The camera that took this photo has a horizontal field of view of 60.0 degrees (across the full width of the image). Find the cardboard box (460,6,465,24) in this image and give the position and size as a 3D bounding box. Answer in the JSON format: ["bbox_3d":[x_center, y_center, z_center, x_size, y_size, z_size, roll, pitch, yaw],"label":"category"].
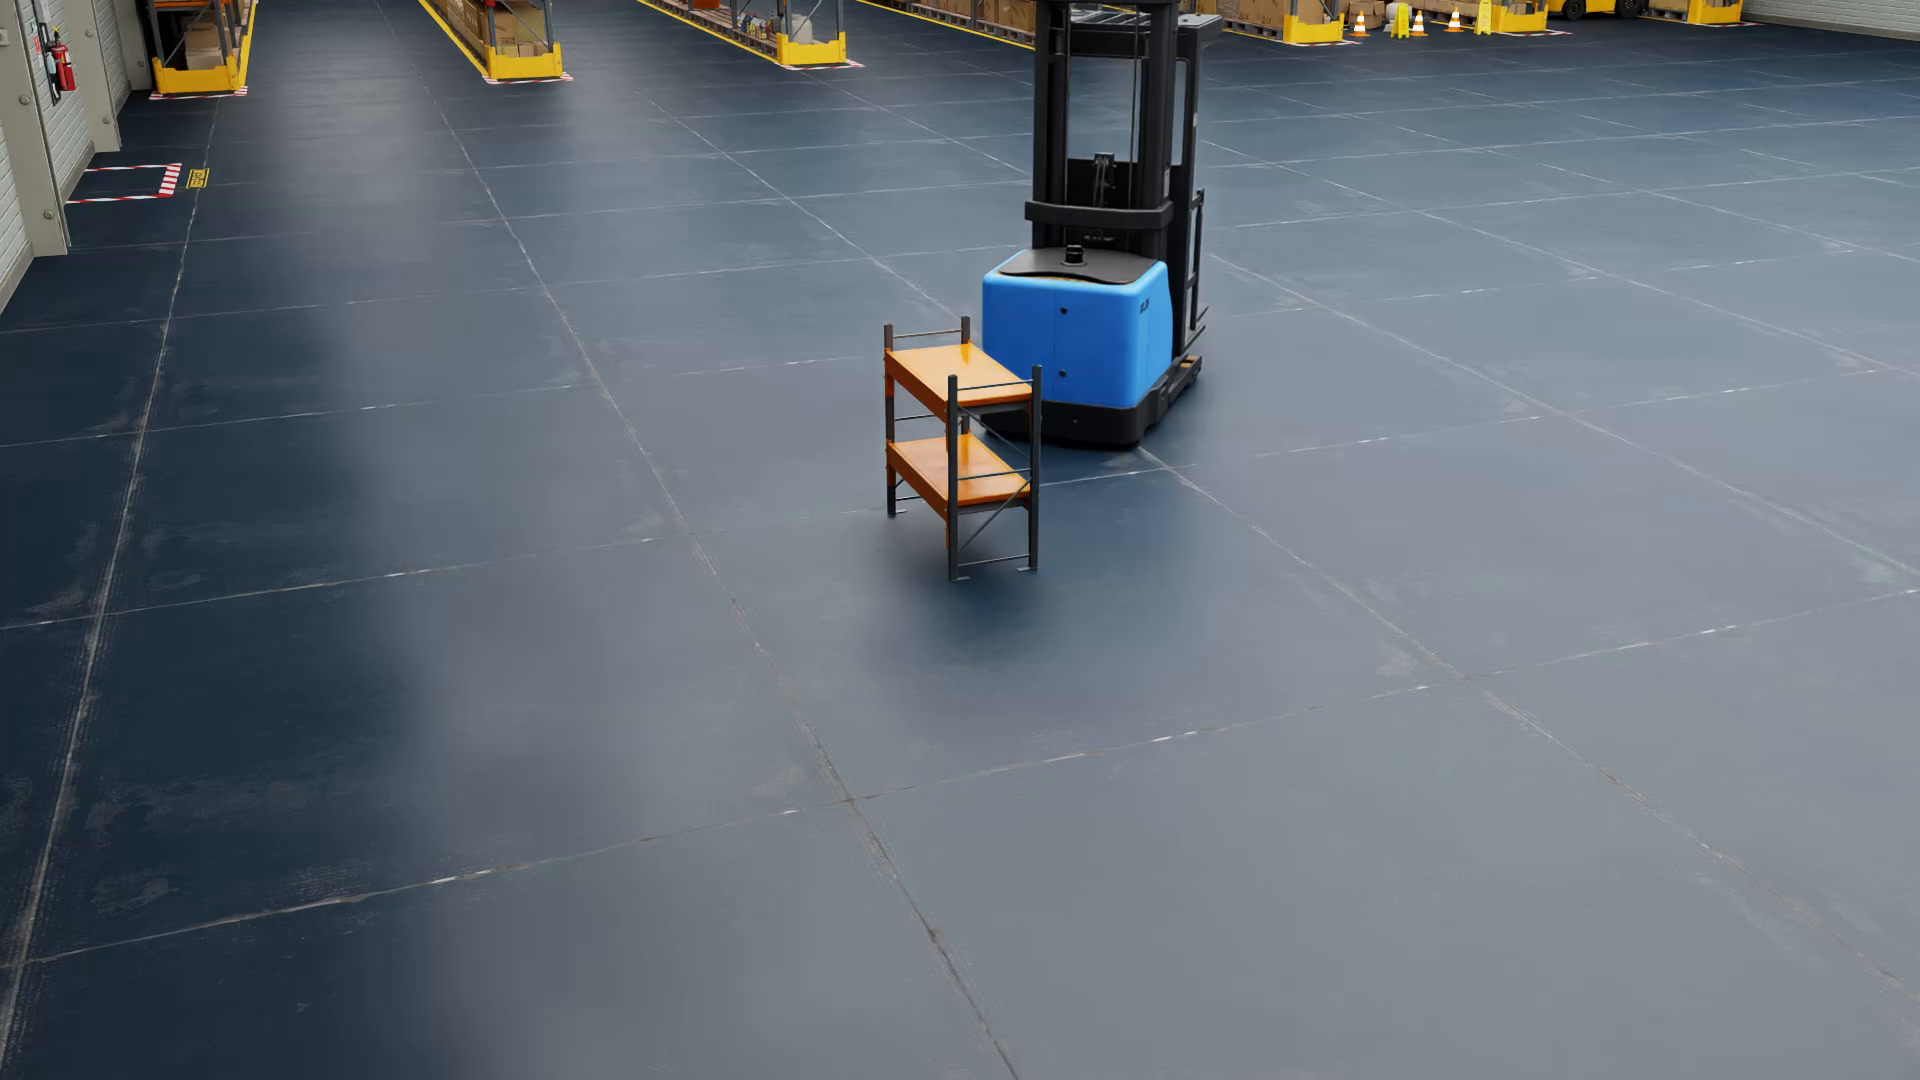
[{"bbox_3d":[-8.974,-9.765,30.834,0.500,0.311,0.500,-8,24,-19],"label":"cardboard box"}]

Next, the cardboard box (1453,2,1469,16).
[{"bbox_3d":[10.677,-11.109,34.745,0.500,0.250,0.500,-8,24,-19],"label":"cardboard box"}]

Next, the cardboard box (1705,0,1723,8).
[{"bbox_3d":[16.042,-11.551,35.793,0.500,0.250,0.500,-8,24,-19],"label":"cardboard box"}]

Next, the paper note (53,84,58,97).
[{"bbox_3d":[-9.885,-4.911,18.173,0.016,0.148,0.142,-8,24,-19],"label":"paper note"}]

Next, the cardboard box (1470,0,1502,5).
[{"bbox_3d":[10.863,-11.264,34.147,0.500,0.500,0.500,-8,24,-19],"label":"cardboard box"}]

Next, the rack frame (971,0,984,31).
[{"bbox_3d":[0.706,-11.830,33.456,1.000,3.000,0.127,-8,24,-19],"label":"rack frame"}]

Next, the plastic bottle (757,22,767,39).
[{"bbox_3d":[-3.637,-9.347,30.506,0.152,0.276,0.135,-8,24,-19],"label":"plastic bottle"}]

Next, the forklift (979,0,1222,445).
[{"bbox_3d":[1.111,-2.494,11.394,1.130,2.935,3.031,8,24,19],"label":"forklift"}]

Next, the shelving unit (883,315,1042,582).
[{"bbox_3d":[-0.002,-0.521,9.037,0.538,1.125,1.048,-8,24,-19],"label":"shelving unit"}]

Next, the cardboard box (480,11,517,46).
[{"bbox_3d":[-7.618,-8.445,27.459,0.500,0.500,0.500,-8,24,-19],"label":"cardboard box"}]

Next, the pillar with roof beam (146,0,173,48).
[{"bbox_3d":[-10.932,-14.009,30.901,9.100,9.000,0.400,-8,24,-19],"label":"pillar with roof beam"}]

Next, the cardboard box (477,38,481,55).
[{"bbox_3d":[-7.982,-8.461,28.463,0.500,0.250,0.500,-8,24,-19],"label":"cardboard box"}]

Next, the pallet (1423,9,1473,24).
[{"bbox_3d":[10.682,-11.222,35.603,1.003,0.211,1.213,-8,24,-19],"label":"pallet"}]

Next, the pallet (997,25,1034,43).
[{"bbox_3d":[1.411,-9.862,32.377,1.003,0.211,1.213,-8,24,-19],"label":"pallet"}]

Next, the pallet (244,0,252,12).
[{"bbox_3d":[-16.652,-12.144,37.792,1.003,0.211,1.213,-8,24,-19],"label":"pallet"}]

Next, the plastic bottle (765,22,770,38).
[{"bbox_3d":[-3.538,-9.366,30.540,0.061,0.283,0.133,-8,24,-19],"label":"plastic bottle"}]

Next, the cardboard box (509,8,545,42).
[{"bbox_3d":[-7.310,-8.698,28.058,0.500,0.500,0.500,-8,24,-19],"label":"cardboard box"}]

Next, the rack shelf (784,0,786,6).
[{"bbox_3d":[-3.221,-10.093,30.260,1.077,0.370,4.000,-8,24,-19],"label":"rack shelf"}]

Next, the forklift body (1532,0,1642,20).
[{"bbox_3d":[13.656,-12.467,36.059,2.313,2.155,1.214,-8,24,-19],"label":"forklift body"}]

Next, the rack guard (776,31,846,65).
[{"bbox_3d":[-2.586,-8.567,28.931,1.175,0.500,0.348,-8,24,-19],"label":"rack guard"}]

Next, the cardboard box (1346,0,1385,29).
[{"bbox_3d":[8.401,-10.877,34.409,0.637,0.503,0.797,12,26,27],"label":"cardboard box"}]

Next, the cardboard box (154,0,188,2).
[{"bbox_3d":[-12.130,-8.421,25.536,0.500,0.250,0.500,-8,24,-18],"label":"cardboard box"}]

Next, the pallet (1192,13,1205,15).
[{"bbox_3d":[5.577,-10.902,34.845,1.003,0.211,1.213,-8,24,-19],"label":"pallet"}]

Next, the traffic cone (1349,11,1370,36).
[{"bbox_3d":[7.936,-10.240,32.948,0.336,0.463,0.334,-8,24,-19],"label":"traffic cone"}]

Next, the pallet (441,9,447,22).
[{"bbox_3d":[-10.632,-11.360,35.931,1.003,0.211,1.213,-8,24,-19],"label":"pallet"}]

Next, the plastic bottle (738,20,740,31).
[{"bbox_3d":[-4.190,-9.851,31.797,0.097,0.201,0.097,0,23,0],"label":"plastic bottle"}]

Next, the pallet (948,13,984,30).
[{"bbox_3d":[0.429,-10.828,34.669,1.003,0.211,1.213,-8,24,-19],"label":"pallet"}]

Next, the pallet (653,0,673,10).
[{"bbox_3d":[-6.520,-12.487,38.604,1.003,0.211,1.213,-8,24,-19],"label":"pallet"}]

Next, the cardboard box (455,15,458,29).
[{"bbox_3d":[-9.517,-10.065,32.267,0.500,0.250,0.500,-8,24,-18],"label":"cardboard box"}]

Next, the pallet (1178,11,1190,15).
[{"bbox_3d":[5.039,-11.459,36.166,1.003,0.211,1.213,-8,24,-19],"label":"pallet"}]

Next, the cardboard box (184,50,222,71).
[{"bbox_3d":[-11.943,-7.566,26.233,0.500,0.311,0.500,-11,25,-25],"label":"cardboard box"}]

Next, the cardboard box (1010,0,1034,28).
[{"bbox_3d":[1.312,-10.299,32.502,0.500,0.500,0.500,-11,25,-24],"label":"cardboard box"}]

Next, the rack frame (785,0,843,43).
[{"bbox_3d":[-2.515,-9.697,28.396,1.000,3.000,0.127,-8,24,-19],"label":"rack frame"}]

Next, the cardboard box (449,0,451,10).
[{"bbox_3d":[-9.872,-10.690,33.030,0.500,0.311,0.500,-9,24,-20],"label":"cardboard box"}]

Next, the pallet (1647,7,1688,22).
[{"bbox_3d":[15.723,-11.406,36.040,1.003,0.211,1.213,-8,24,-19],"label":"pallet"}]

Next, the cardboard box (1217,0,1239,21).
[{"bbox_3d":[5.860,-11.123,33.974,0.875,0.875,0.875,-8,24,-19],"label":"cardboard box"}]

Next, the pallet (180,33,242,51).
[{"bbox_3d":[-13.907,-9.233,30.885,1.003,0.211,1.213,-8,24,-19],"label":"pallet"}]

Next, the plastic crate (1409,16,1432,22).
[{"bbox_3d":[9.764,-11.162,35.629,0.402,0.080,0.583,-18,29,-37],"label":"plastic crate"}]

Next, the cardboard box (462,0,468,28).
[{"bbox_3d":[-8.692,-9.533,30.040,0.500,0.500,0.500,-8,24,-19],"label":"cardboard box"}]

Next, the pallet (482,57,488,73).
[{"bbox_3d":[-7.459,-8.006,27.974,1.003,0.211,1.213,-8,24,-19],"label":"pallet"}]

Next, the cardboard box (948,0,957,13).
[{"bbox_3d":[0.160,-11.486,35.292,0.700,0.500,0.500,-11,25,-24],"label":"cardboard box"}]

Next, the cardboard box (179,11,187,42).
[{"bbox_3d":[-13.701,-9.288,30.077,0.700,0.500,0.500,-9,24,-20],"label":"cardboard box"}]

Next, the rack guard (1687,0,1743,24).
[{"bbox_3d":[16.041,-11.258,35.318,1.175,0.500,0.348,-8,24,-19],"label":"rack guard"}]

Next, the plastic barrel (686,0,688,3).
[{"bbox_3d":[-5.813,-12.020,36.568,0.421,0.512,0.421,0,23,0],"label":"plastic barrel"}]

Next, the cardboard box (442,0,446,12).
[{"bbox_3d":[-10.709,-11.472,35.259,0.500,0.500,0.500,-9,25,-21],"label":"cardboard box"}]

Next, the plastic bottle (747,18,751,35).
[{"bbox_3d":[-3.945,-9.617,31.137,0.061,0.283,0.133,-7,24,-17],"label":"plastic bottle"}]

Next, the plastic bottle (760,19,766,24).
[{"bbox_3d":[-3.684,-9.555,30.997,0.152,0.276,0.135,-8,24,-19],"label":"plastic bottle"}]

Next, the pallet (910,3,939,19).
[{"bbox_3d":[-0.433,-11.715,36.772,1.003,0.211,1.213,-8,24,-19],"label":"pallet"}]

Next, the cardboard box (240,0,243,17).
[{"bbox_3d":[-15.050,-11.052,33.837,0.750,0.750,0.750,-8,24,-19],"label":"cardboard box"}]
